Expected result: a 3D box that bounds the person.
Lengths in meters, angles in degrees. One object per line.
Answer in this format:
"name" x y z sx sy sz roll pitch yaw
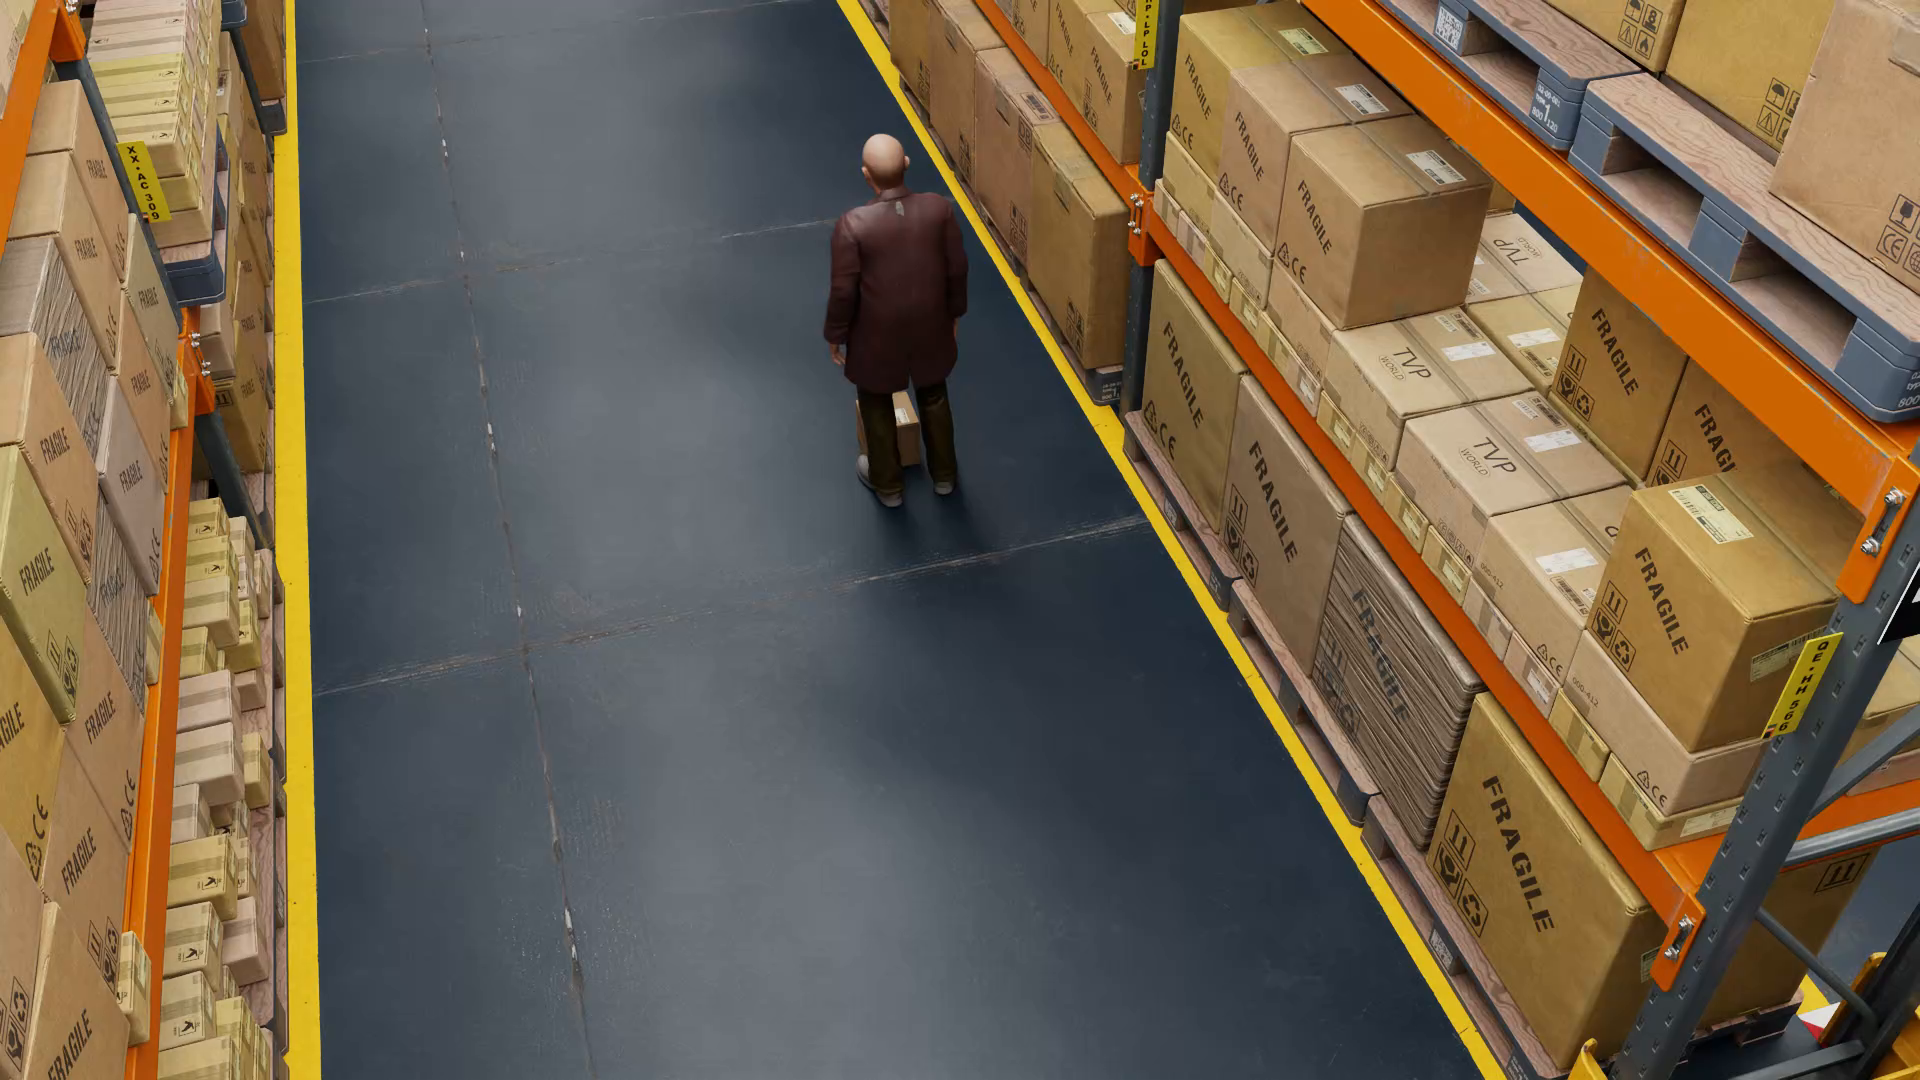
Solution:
"person" -0.274 -0.925 7.210 0.654 1.774 0.420 -14 44 -15
